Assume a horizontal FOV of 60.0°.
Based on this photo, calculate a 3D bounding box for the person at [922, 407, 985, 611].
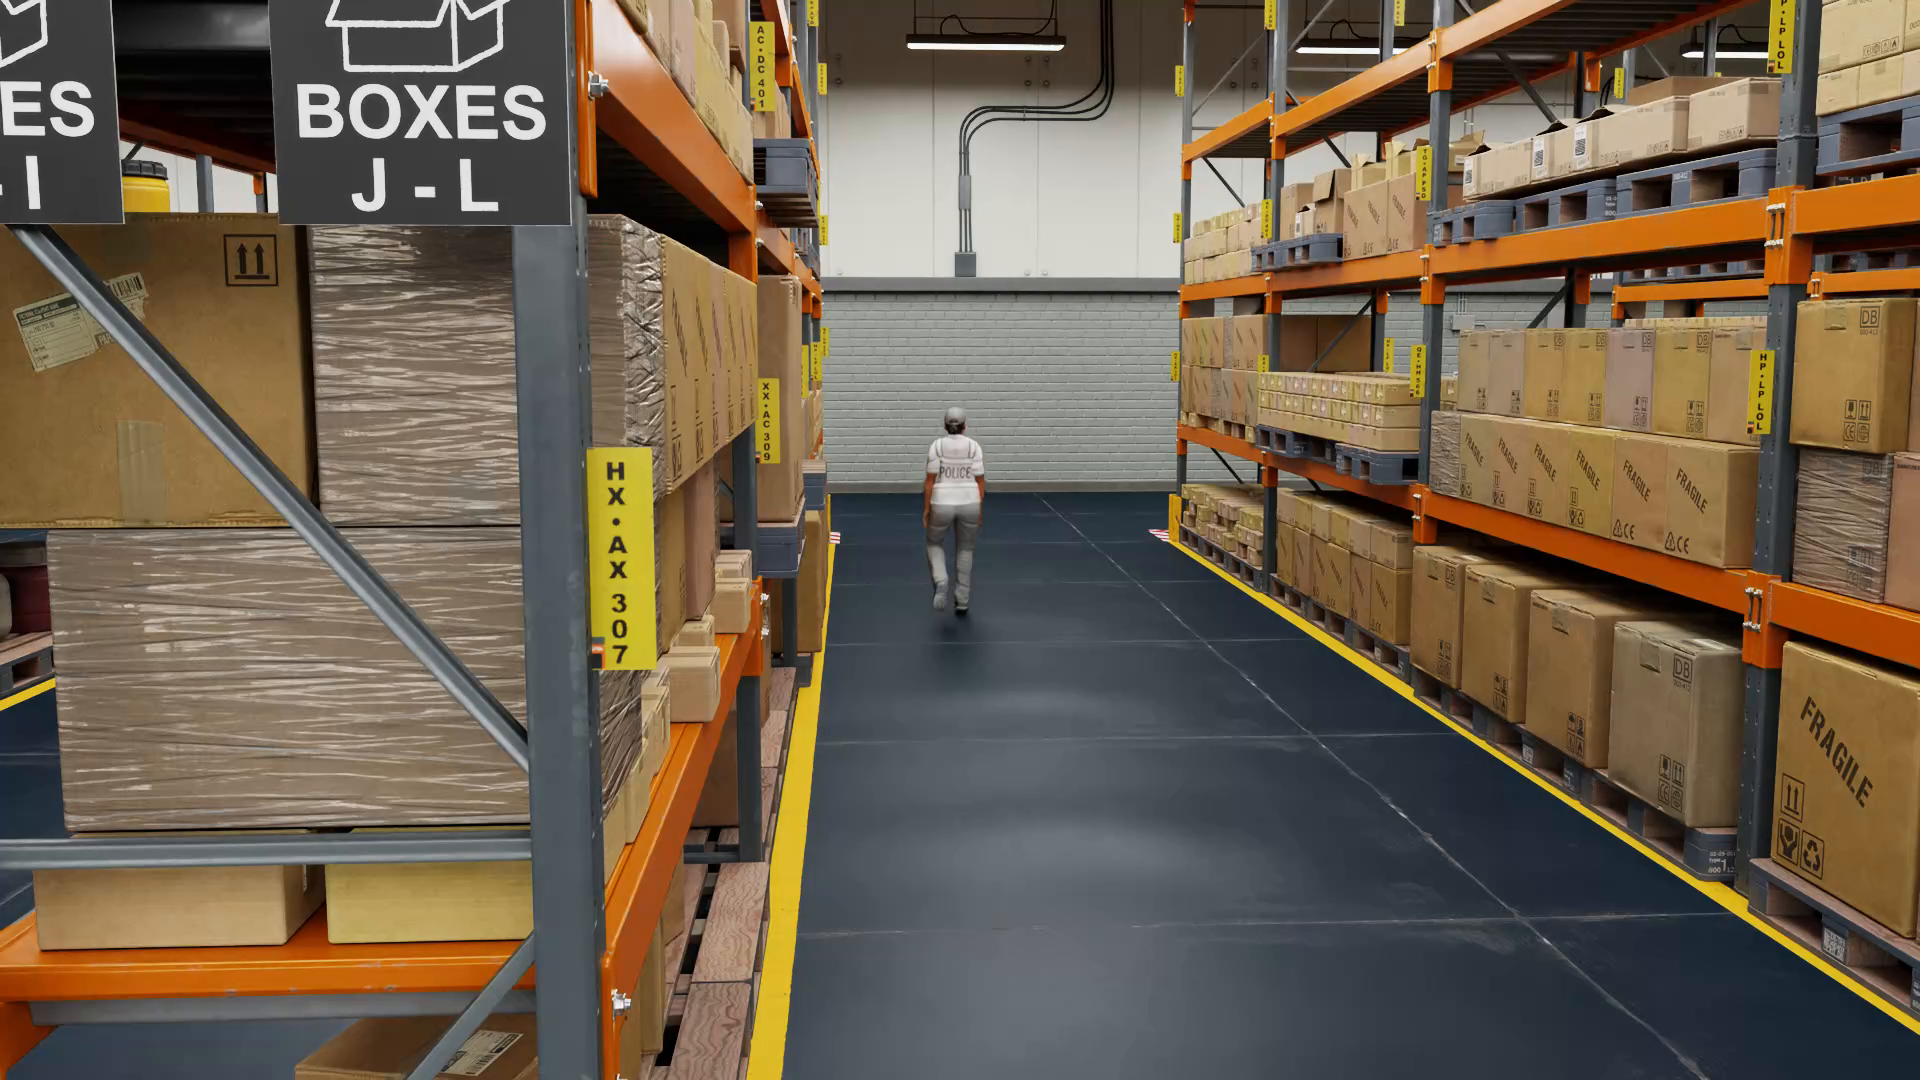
[{"bbox_3d":[-0.054,-0.252,13.604,0.514,1.664,0.458,0,7,-3],"label":"person"}]
